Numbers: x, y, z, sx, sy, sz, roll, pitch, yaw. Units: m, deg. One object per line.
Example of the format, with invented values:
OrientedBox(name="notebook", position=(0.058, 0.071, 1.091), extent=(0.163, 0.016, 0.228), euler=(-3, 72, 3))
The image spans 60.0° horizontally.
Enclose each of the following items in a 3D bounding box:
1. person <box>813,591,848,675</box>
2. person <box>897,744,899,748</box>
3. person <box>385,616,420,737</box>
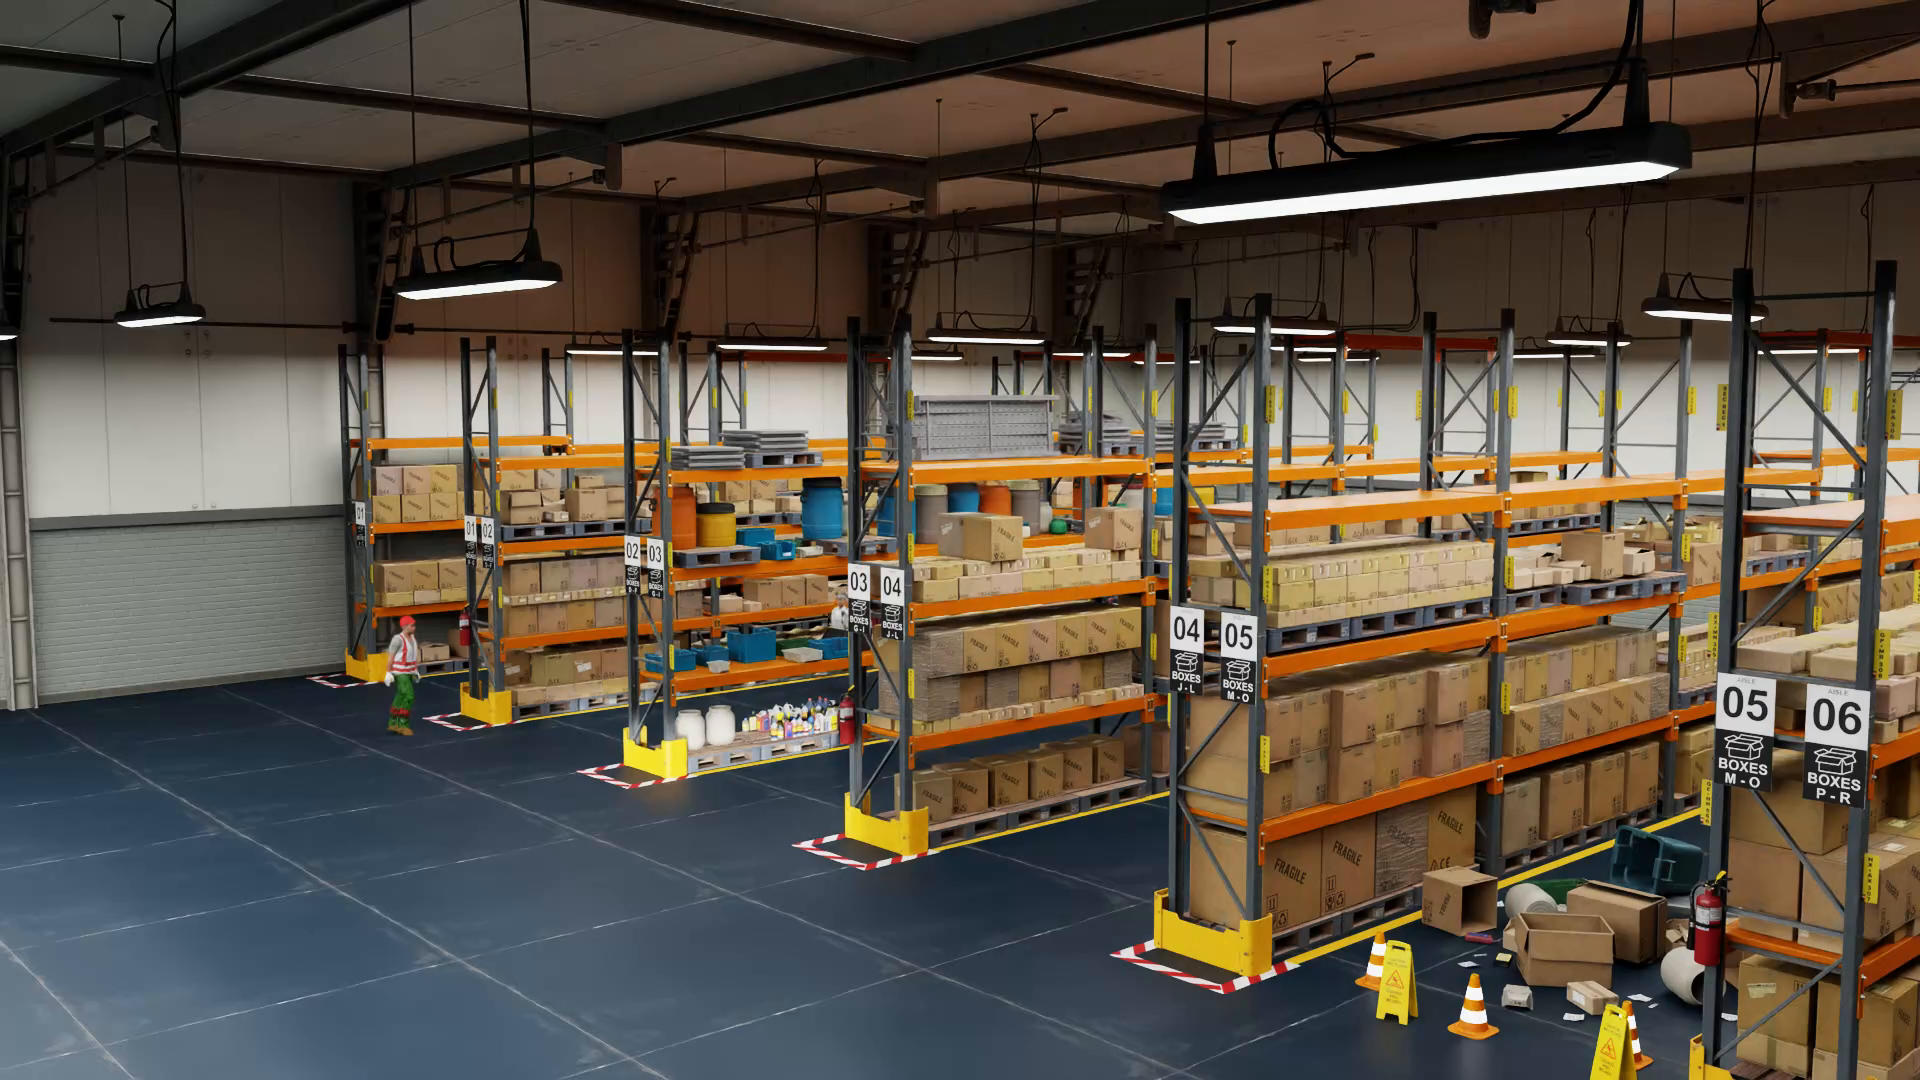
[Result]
OrientedBox(name="person", position=(-2.077, 1.602, 28.665), extent=(0.547, 1.452, 1.056), euler=(3, 6, 34))
OrientedBox(name="person", position=(-0.619, 2.091, 23.054), extent=(0.610, 1.596, 0.591), euler=(-2, 6, -25))
OrientedBox(name="person", position=(-8.415, 2.036, 25.079), extent=(0.549, 1.798, 0.586), euler=(1, 5, 15))
